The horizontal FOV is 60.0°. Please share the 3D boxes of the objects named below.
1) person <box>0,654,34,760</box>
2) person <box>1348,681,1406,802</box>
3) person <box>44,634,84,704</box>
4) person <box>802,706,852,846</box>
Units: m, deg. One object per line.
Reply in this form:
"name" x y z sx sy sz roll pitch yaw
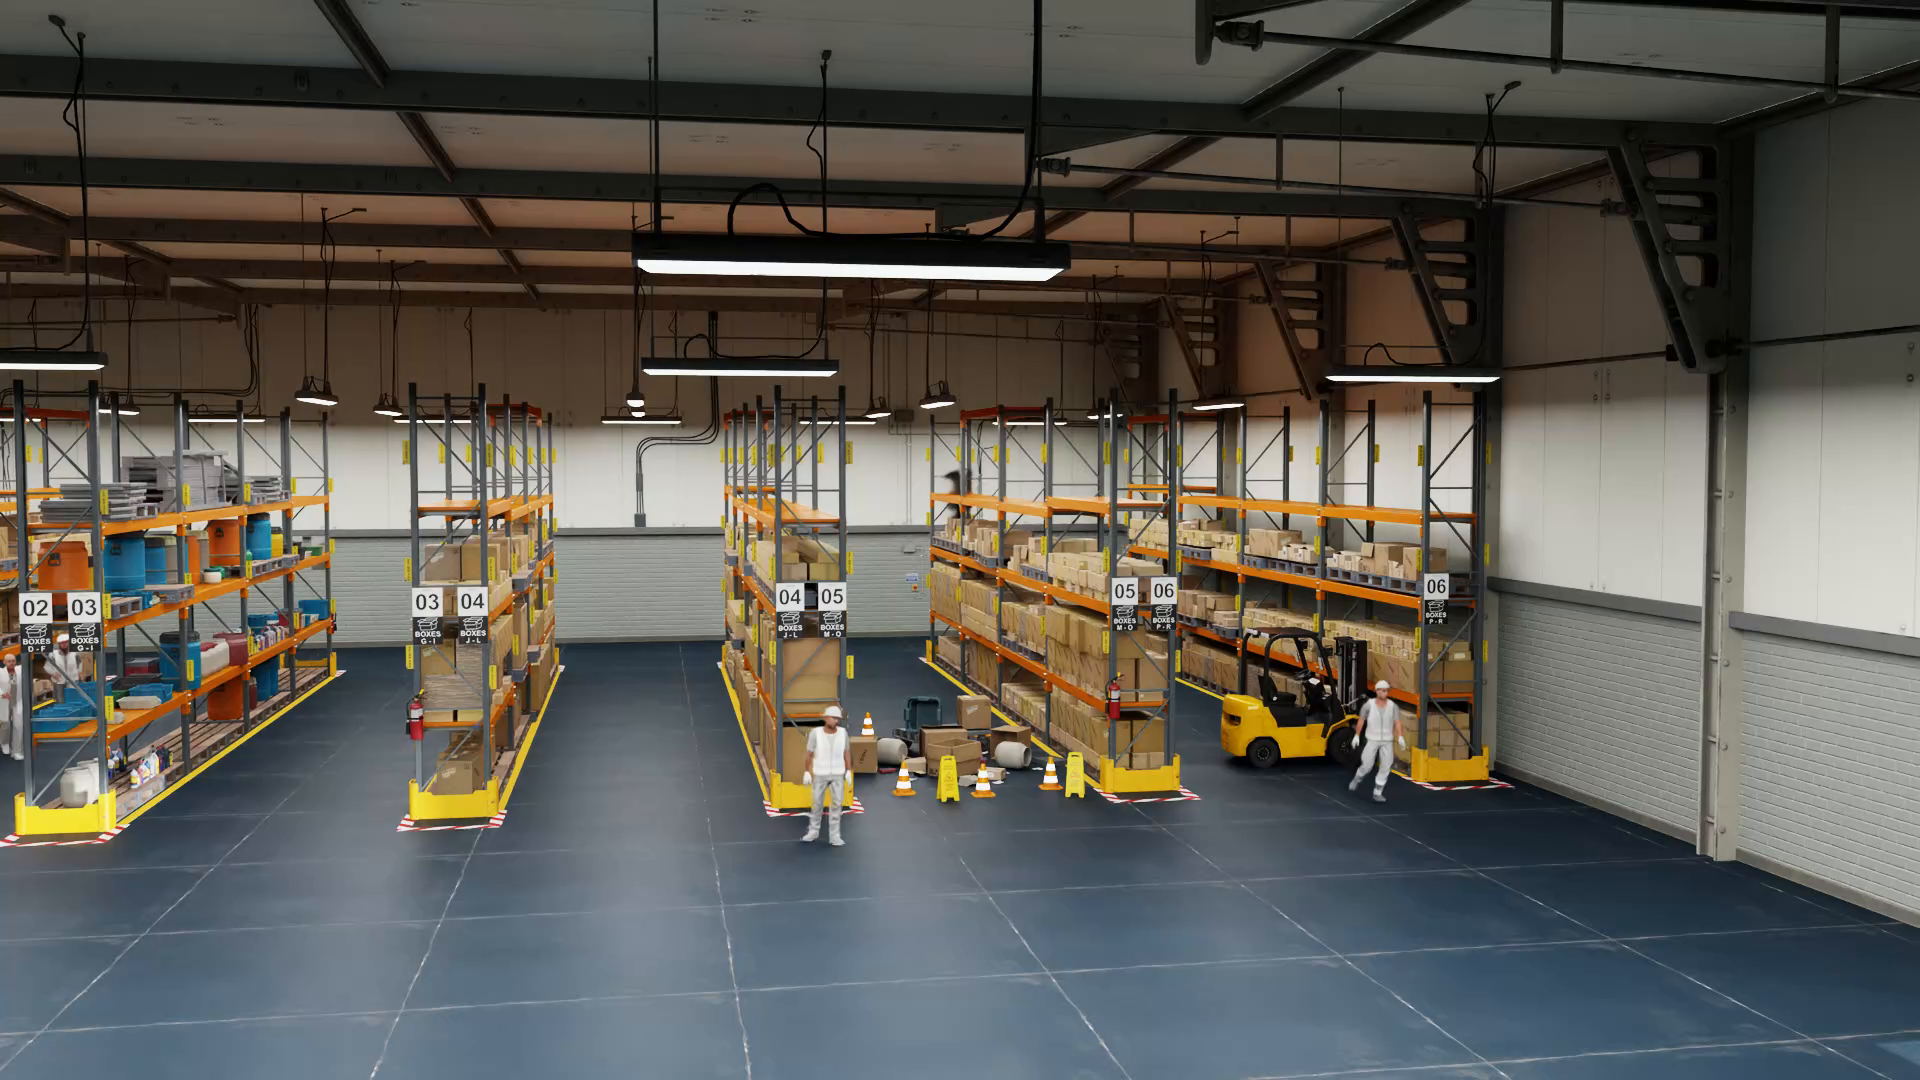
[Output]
"person" -15.736 2.733 27.517 0.690 1.749 1.010 -2 4 -37
"person" 6.039 2.896 24.115 0.702 1.758 0.697 0 3 -2
"person" -16.535 2.590 30.693 0.655 1.734 0.808 -2 3 -31
"person" -1.719 3.026 21.433 0.627 1.785 0.495 -1 3 -18
